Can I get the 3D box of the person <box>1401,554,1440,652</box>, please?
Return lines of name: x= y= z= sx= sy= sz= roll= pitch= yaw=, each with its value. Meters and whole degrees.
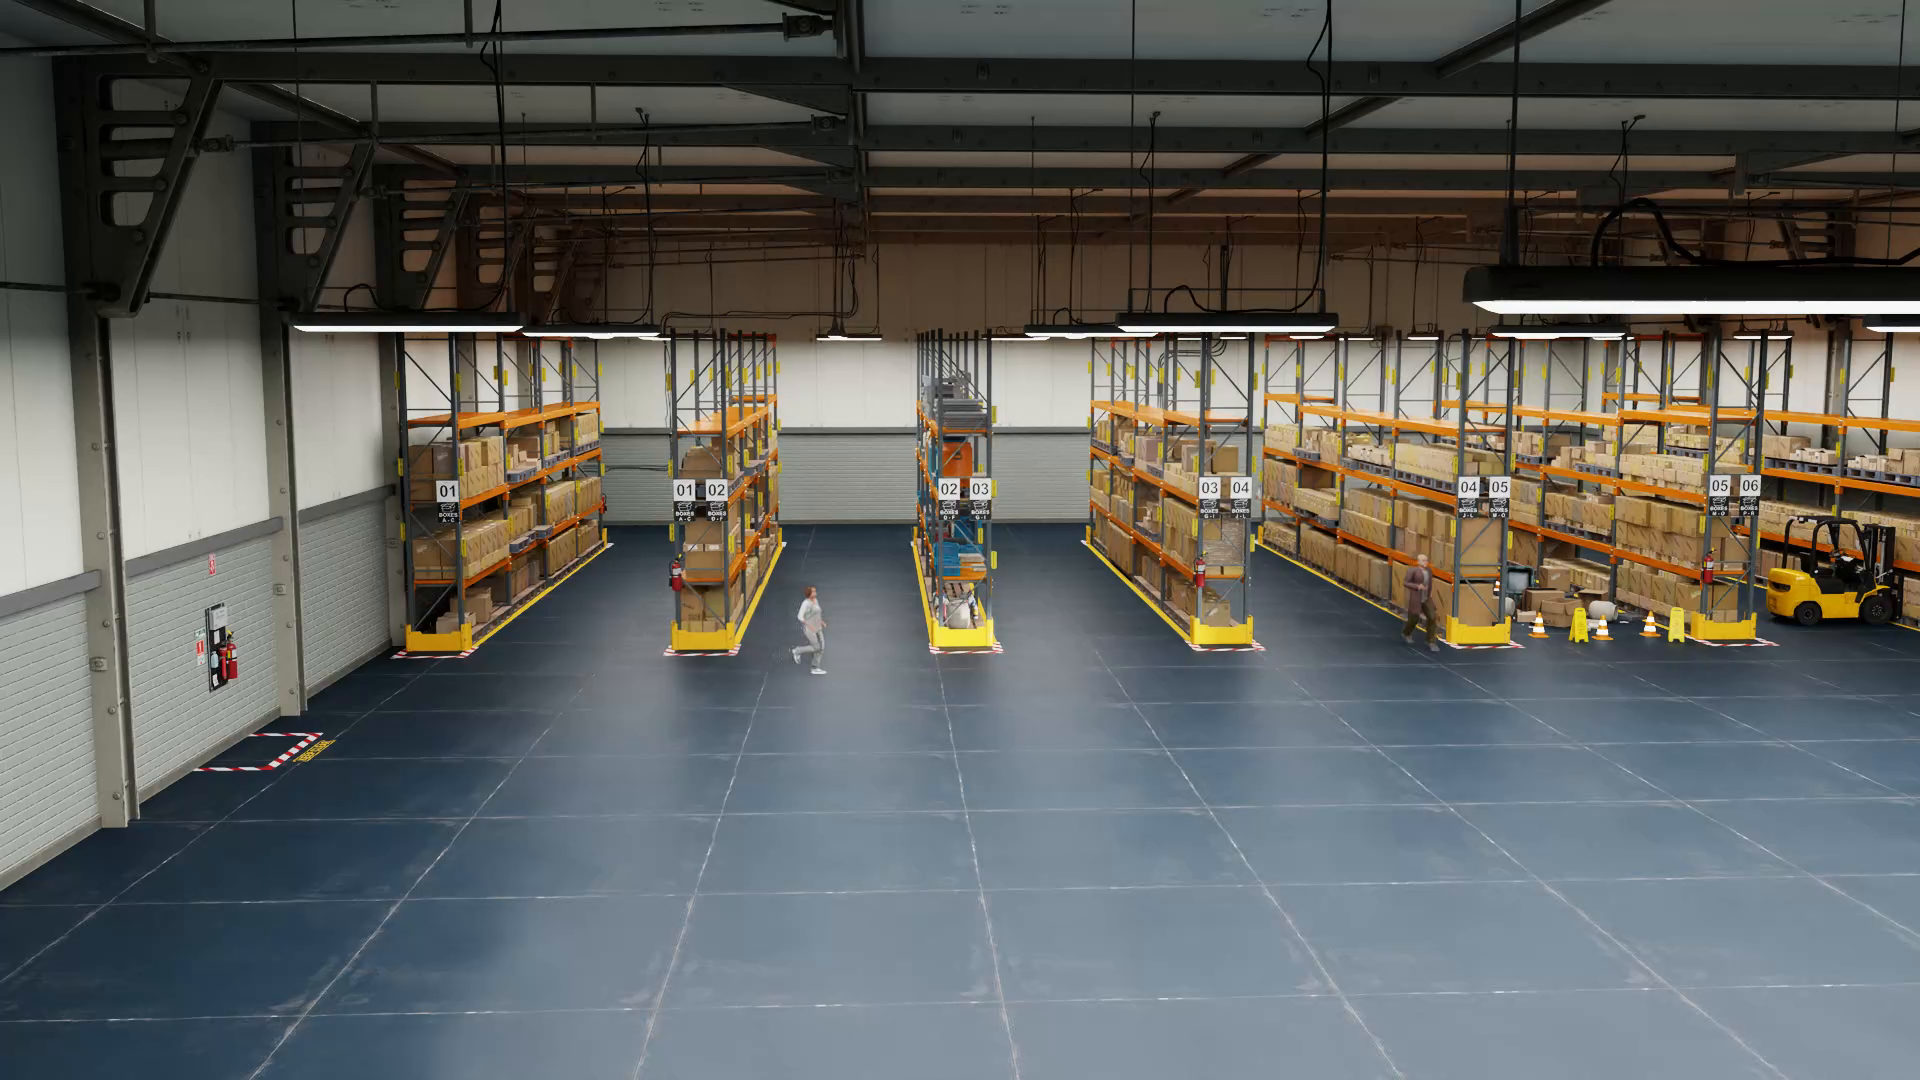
person: x=8.649 y=1.157 z=31.332 sx=0.740 sy=1.805 sz=0.999 roll=-2 pitch=7 yaw=-16

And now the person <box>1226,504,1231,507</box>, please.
person: x=7.471 y=-0.443 z=45.848 sx=0.547 sy=1.542 sz=0.496 roll=-1 pitch=7 yaw=-8

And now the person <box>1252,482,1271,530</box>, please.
person: x=8.927 y=-0.919 z=48.980 sx=0.655 sy=1.860 sz=0.708 roll=-3 pitch=7 yaw=-26

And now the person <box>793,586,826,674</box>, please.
person: x=-2.595 y=1.557 z=28.929 sx=0.611 sy=1.539 sz=0.549 roll=3 pitch=8 yaw=27
